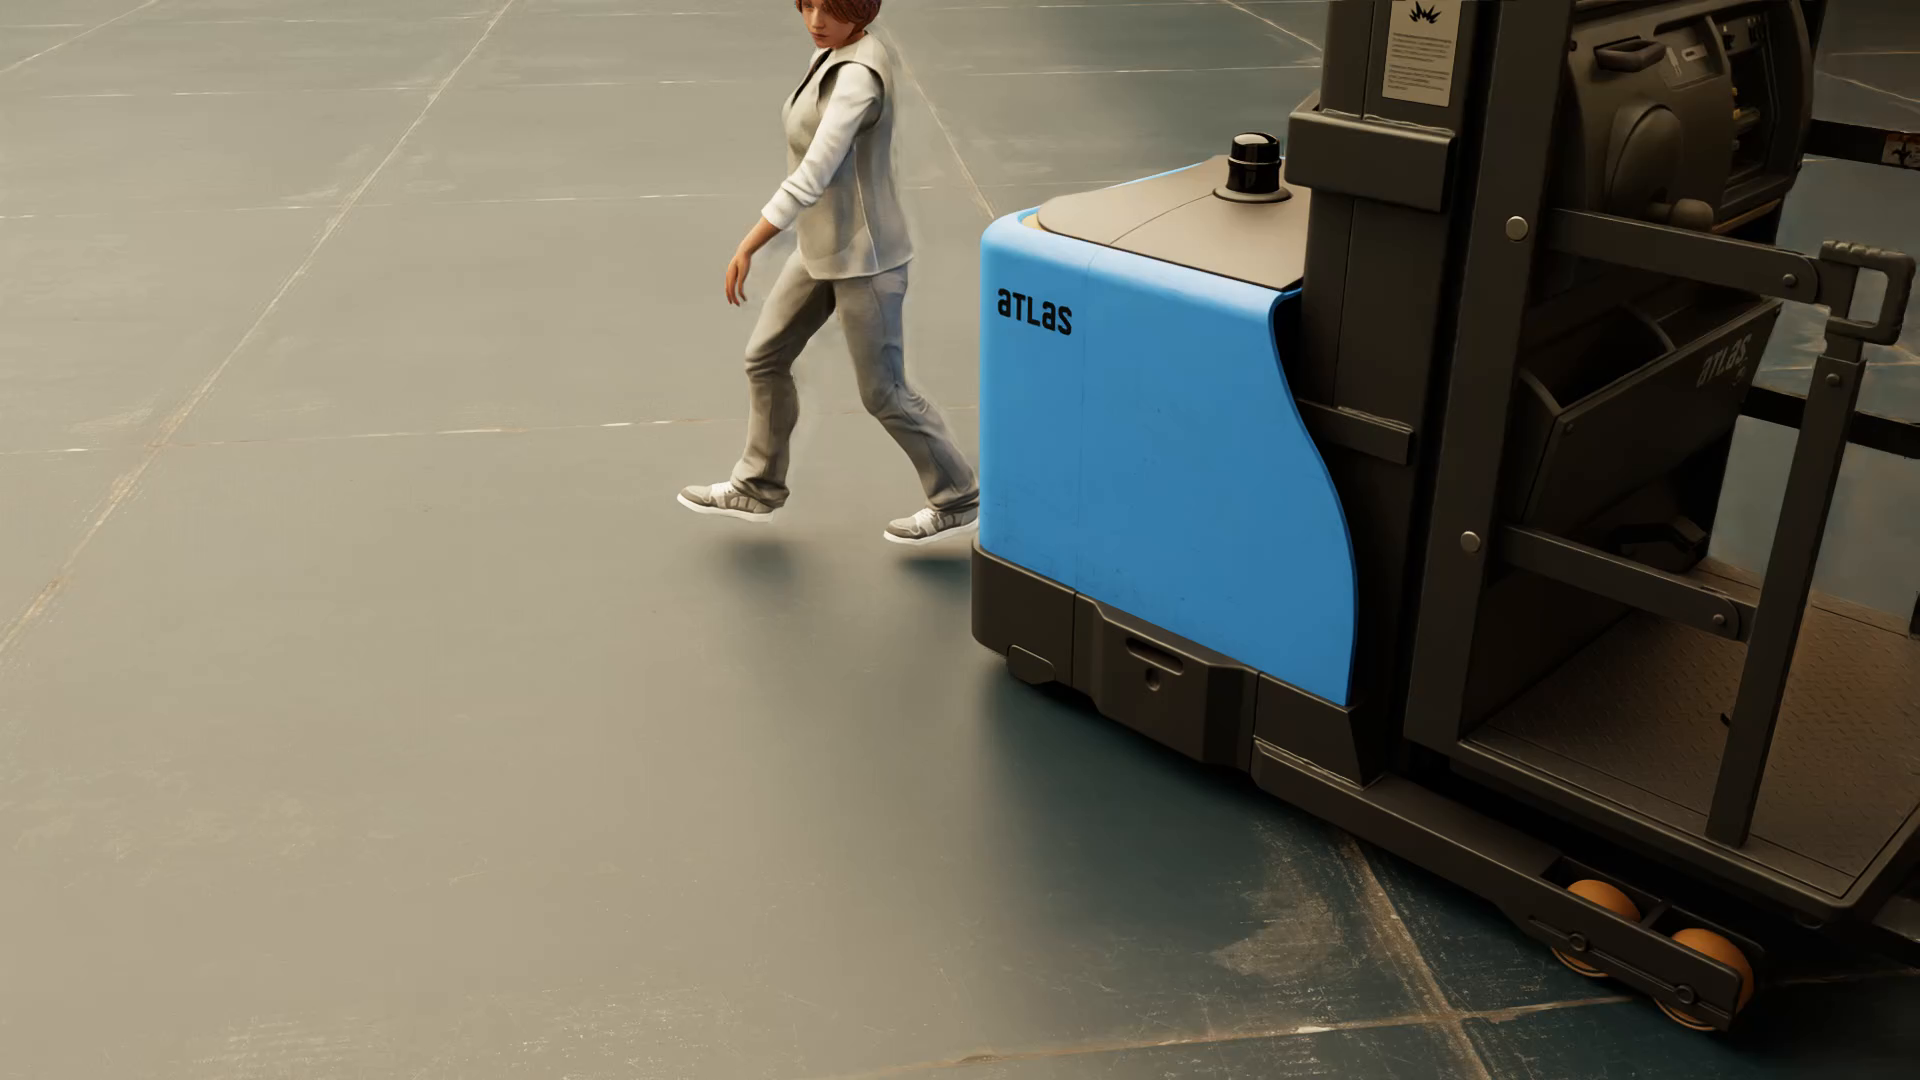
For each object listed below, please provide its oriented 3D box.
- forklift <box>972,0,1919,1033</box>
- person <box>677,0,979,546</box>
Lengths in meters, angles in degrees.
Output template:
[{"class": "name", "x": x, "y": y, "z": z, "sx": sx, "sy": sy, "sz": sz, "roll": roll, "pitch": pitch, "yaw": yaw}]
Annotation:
[{"class": "forklift", "x": 1.427, "y": -0.734, "z": 2.754, "sx": 3.031, "sy": 2.935, "sz": 1.130, "roll": 23, "pitch": 34, "yaw": 39}, {"class": "person", "x": -0.355, "y": -0.727, "z": 4.262, "sx": 0.806, "sy": 1.544, "sz": 0.529, "roll": -8, "pitch": 27, "yaw": -15}]
